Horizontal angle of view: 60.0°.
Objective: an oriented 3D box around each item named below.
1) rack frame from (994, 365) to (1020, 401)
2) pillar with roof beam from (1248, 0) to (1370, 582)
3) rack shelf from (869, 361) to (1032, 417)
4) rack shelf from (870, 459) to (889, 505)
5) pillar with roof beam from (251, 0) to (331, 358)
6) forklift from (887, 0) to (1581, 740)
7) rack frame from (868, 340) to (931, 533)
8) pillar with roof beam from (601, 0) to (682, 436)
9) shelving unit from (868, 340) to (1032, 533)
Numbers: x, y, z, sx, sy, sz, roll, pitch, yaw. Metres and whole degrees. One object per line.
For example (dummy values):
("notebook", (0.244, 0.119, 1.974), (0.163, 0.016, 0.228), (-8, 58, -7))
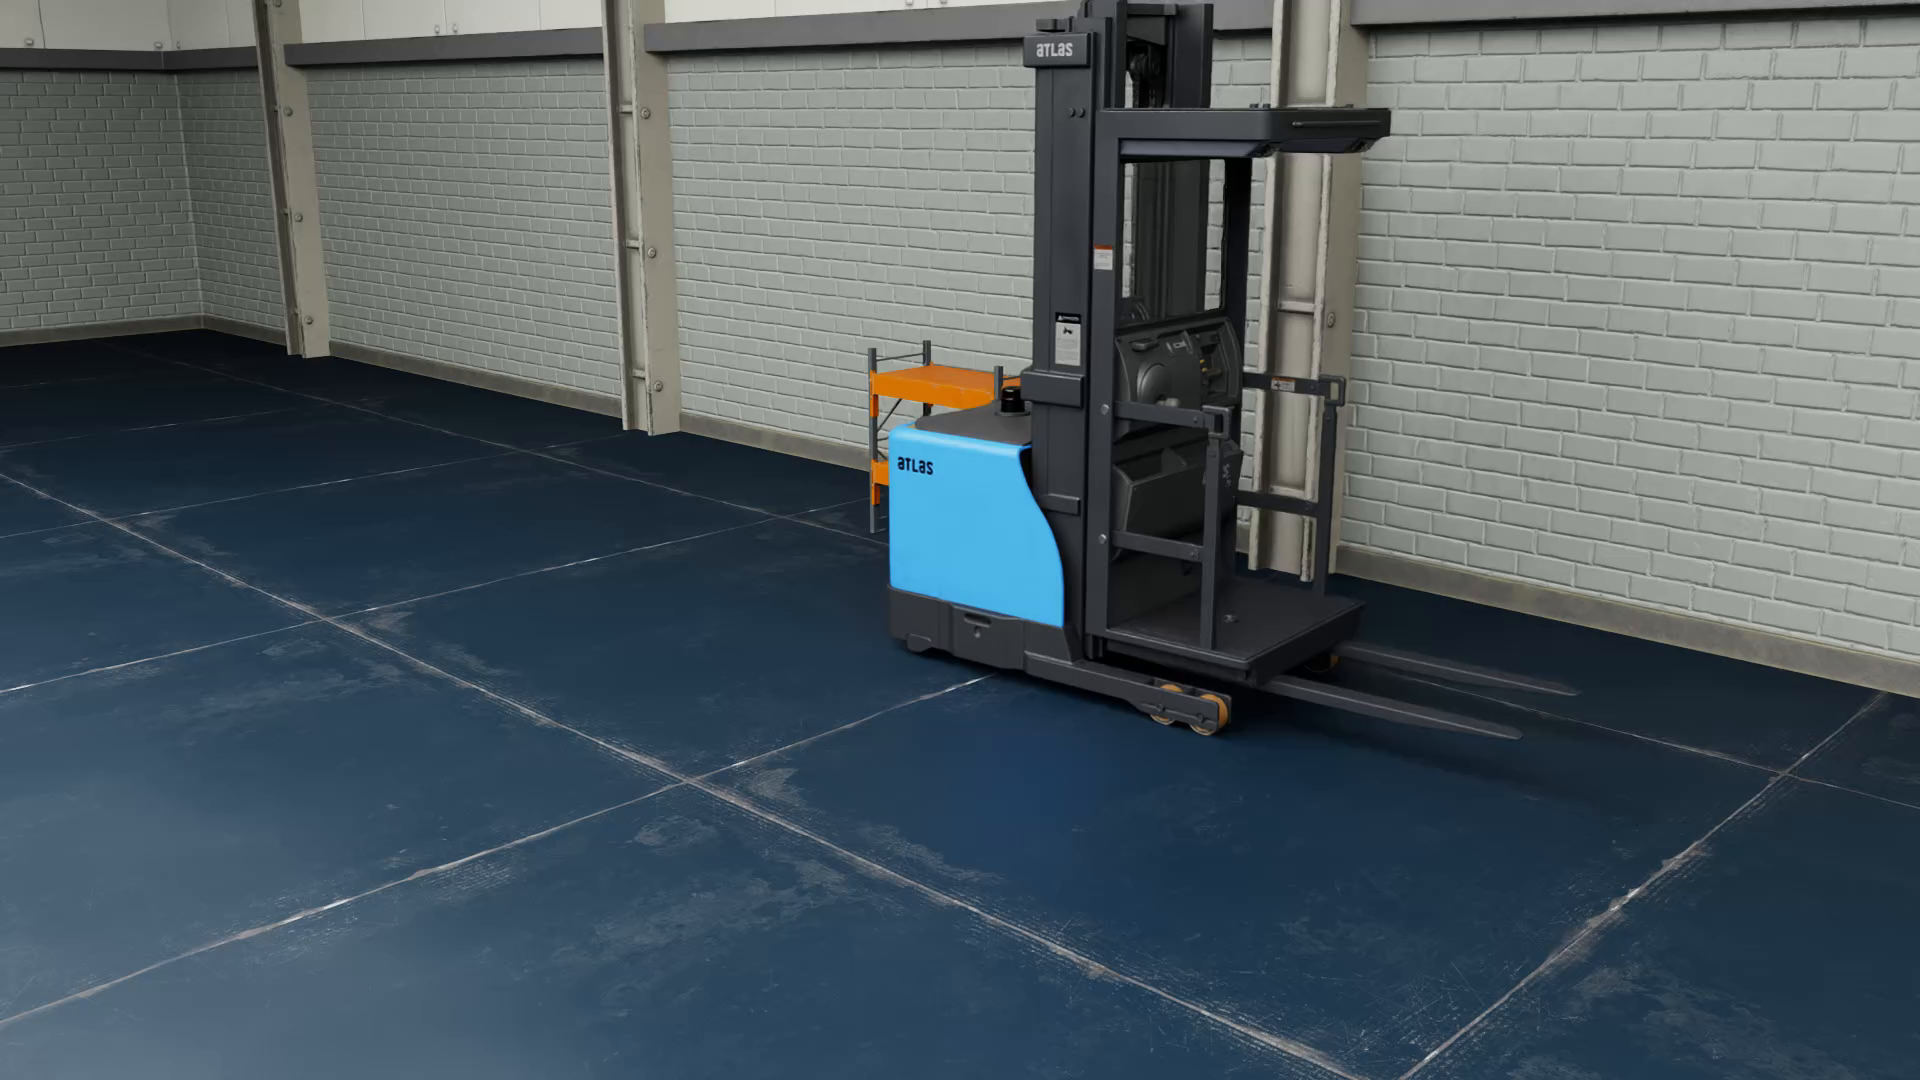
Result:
("rack frame", (0.371, -0.454, 9.444), (0.032, 1.125, 0.500), (14, 20, 42))
("pillar with roof beam", (-1.129, -3.406, 5.158), (0.400, 9.000, 9.100), (14, 20, 42))
("rack shelf", (0.005, -0.826, 9.712), (1.000, 0.278, 0.538), (14, 20, 42))
("rack shelf", (0.005, -0.307, 9.847), (1.000, 0.278, 0.538), (14, 20, 42))
("pillar with roof beam", (-9.767, -5.506, 13.218), (0.400, 9.000, 9.100), (14, 20, 42))
("forklift", (1.117, -0.765, 7.056), (3.031, 2.935, 1.130), (12, 19, 37))
("rack frame", (-0.361, -0.632, 10.127), (0.032, 1.125, 0.500), (14, 20, 42))
("pillar with roof beam", (-5.448, -4.456, 9.188), (0.400, 9.000, 9.100), (14, 20, 42))
("shelving unit", (0.005, -0.543, 9.786), (1.048, 1.125, 0.538), (14, 20, 42))
